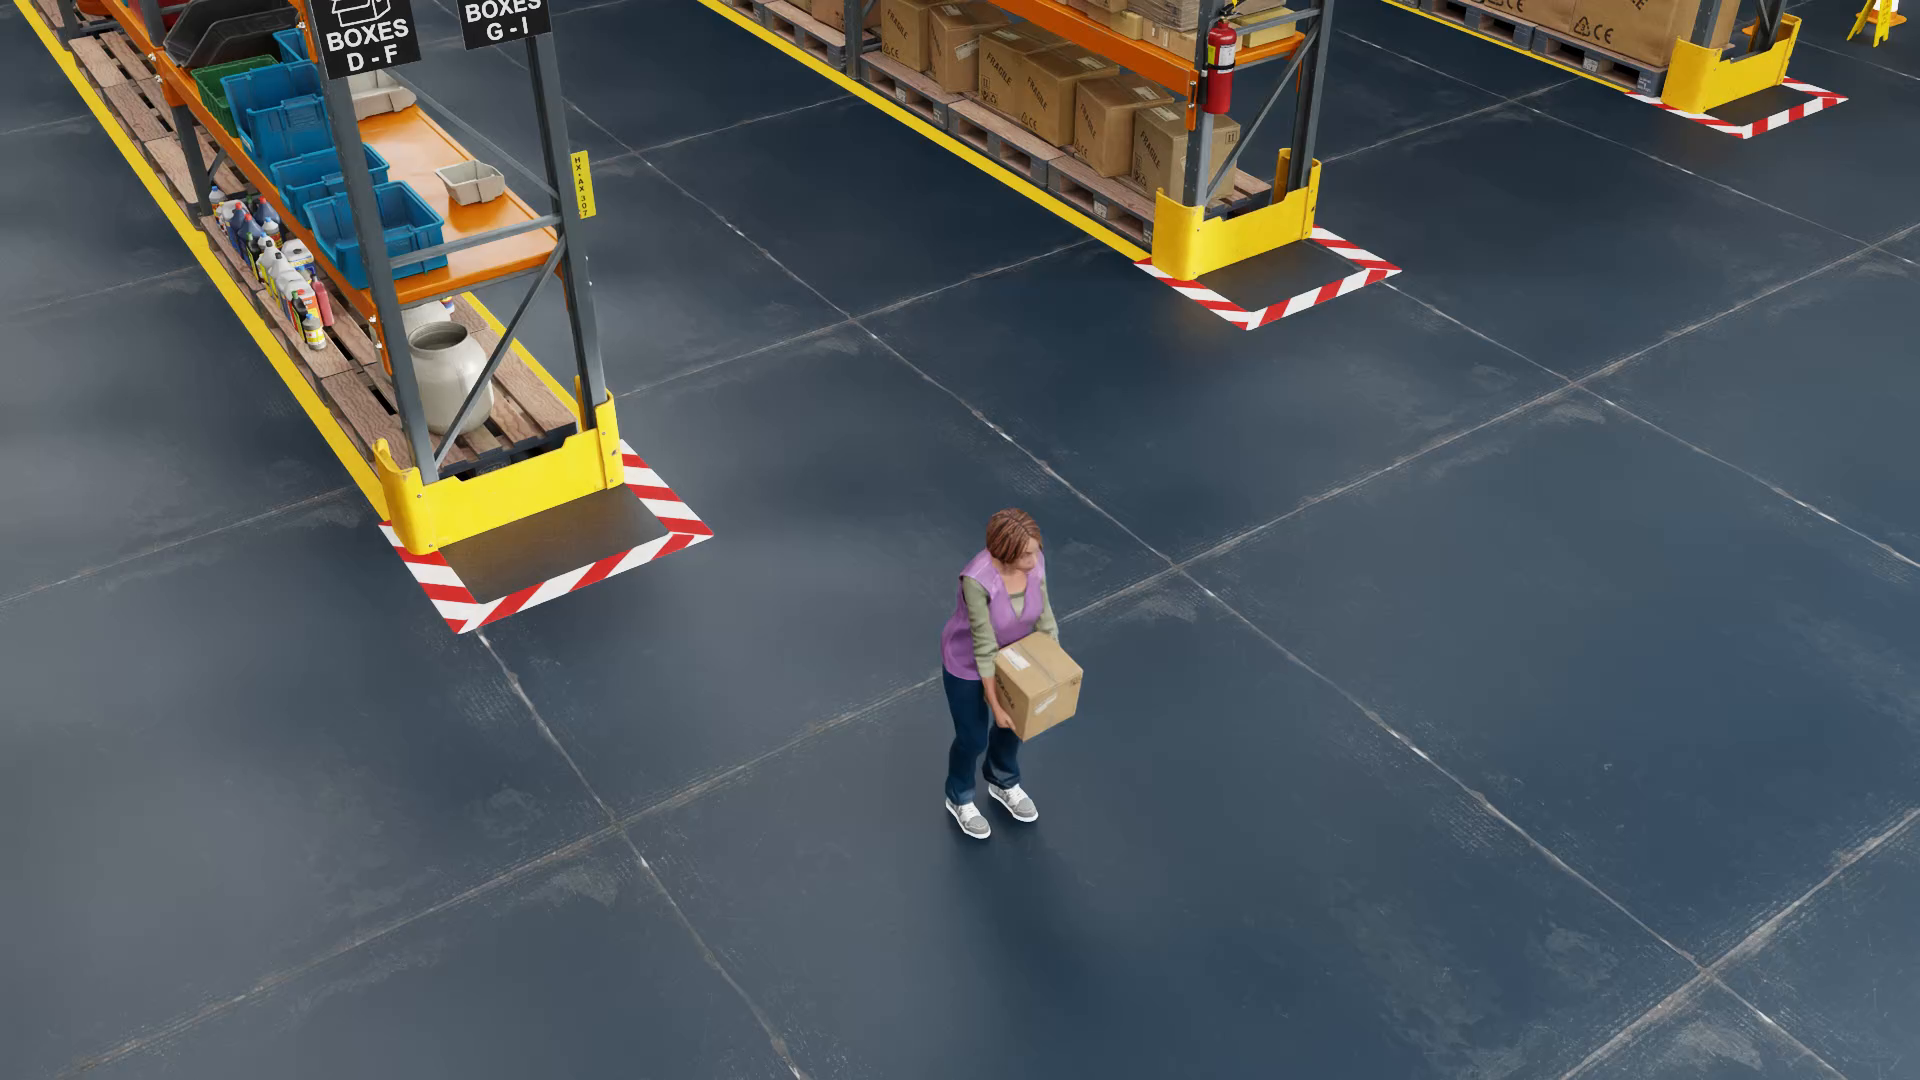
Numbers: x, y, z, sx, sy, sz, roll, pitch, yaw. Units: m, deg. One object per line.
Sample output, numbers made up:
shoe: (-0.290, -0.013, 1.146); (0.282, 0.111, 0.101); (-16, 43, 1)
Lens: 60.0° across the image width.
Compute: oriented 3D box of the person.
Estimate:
person: (0.161, 0.516, 6.352); (0.372, 1.565, 0.525); (-24, 43, -28)
